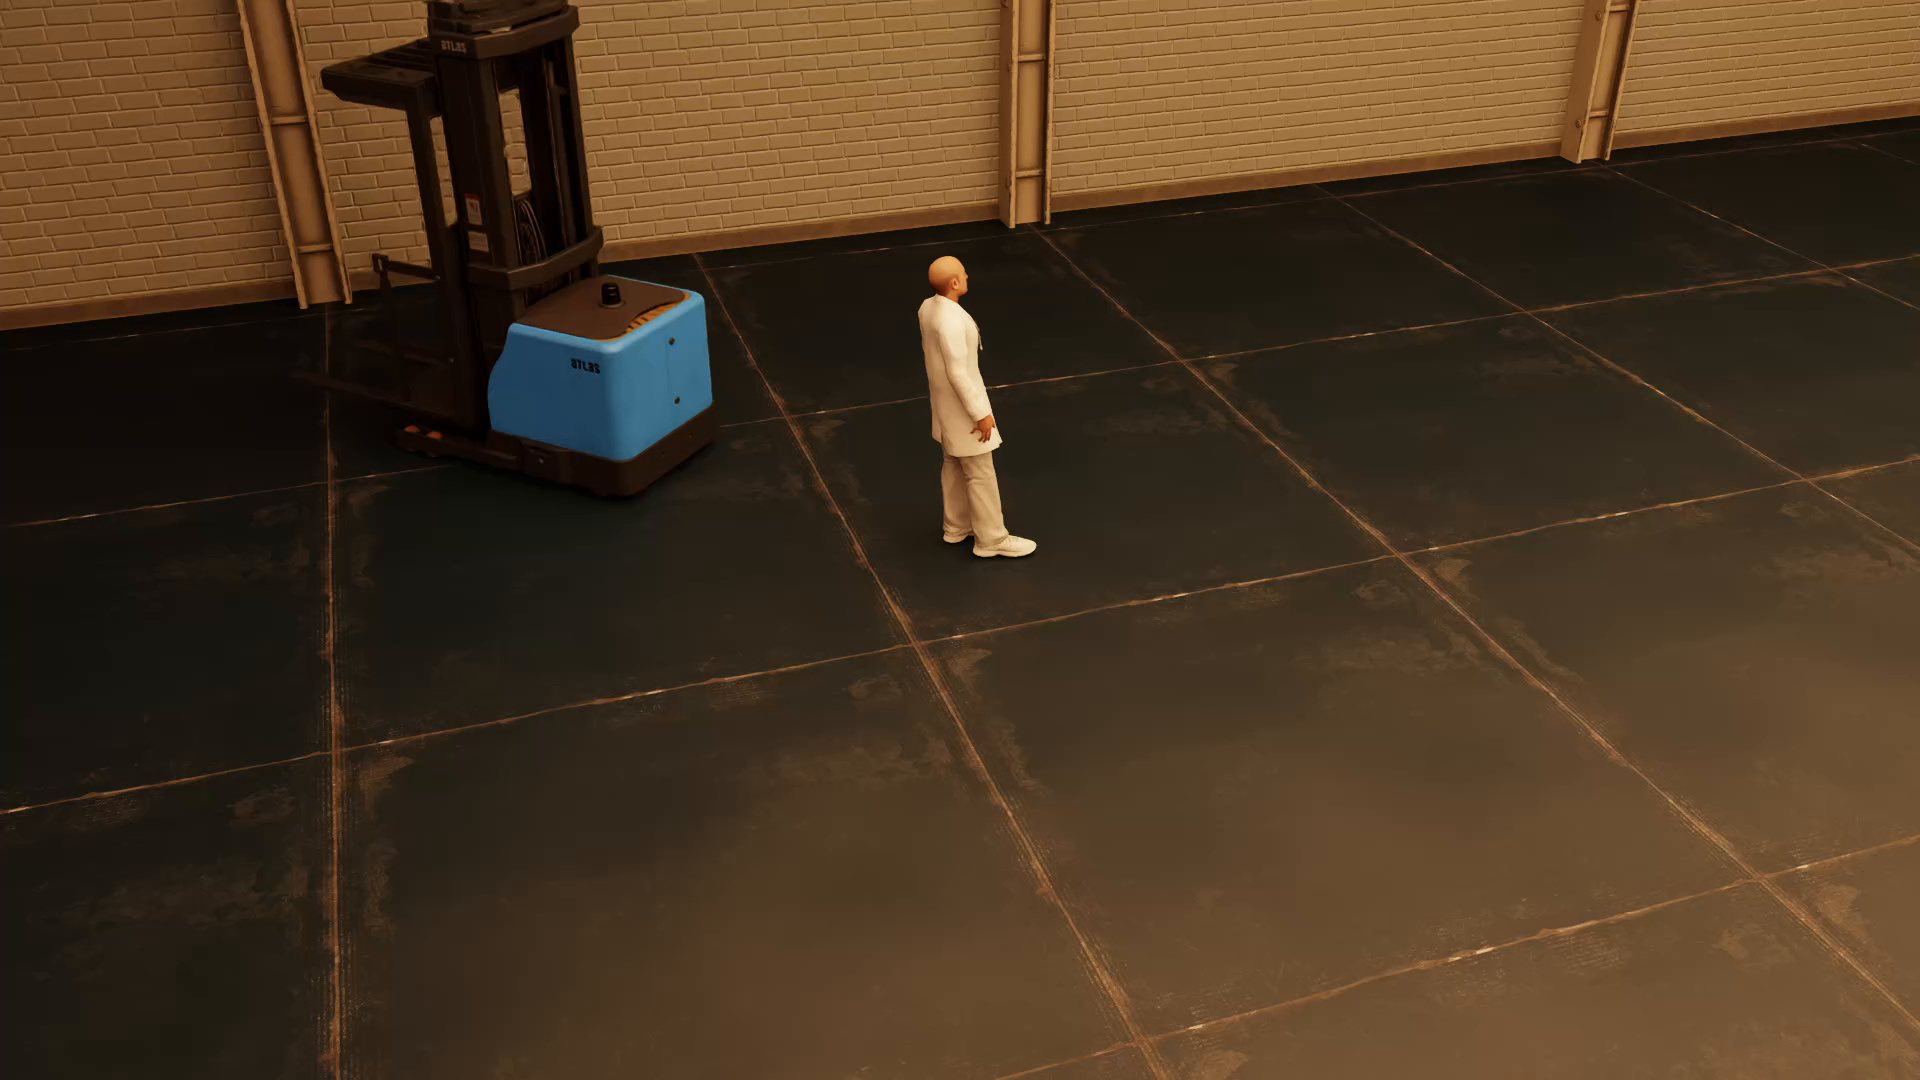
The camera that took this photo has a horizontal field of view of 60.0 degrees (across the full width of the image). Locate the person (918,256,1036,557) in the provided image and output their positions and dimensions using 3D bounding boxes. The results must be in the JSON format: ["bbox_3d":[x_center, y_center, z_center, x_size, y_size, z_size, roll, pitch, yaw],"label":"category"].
[{"bbox_3d":[0.088,-0.790,9.601,0.578,1.777,0.698,-10,31,-16],"label":"person"}]

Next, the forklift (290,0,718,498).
[{"bbox_3d":[-3.169,-2.037,10.627,3.031,2.935,1.130,14,33,23],"label":"forklift"}]
